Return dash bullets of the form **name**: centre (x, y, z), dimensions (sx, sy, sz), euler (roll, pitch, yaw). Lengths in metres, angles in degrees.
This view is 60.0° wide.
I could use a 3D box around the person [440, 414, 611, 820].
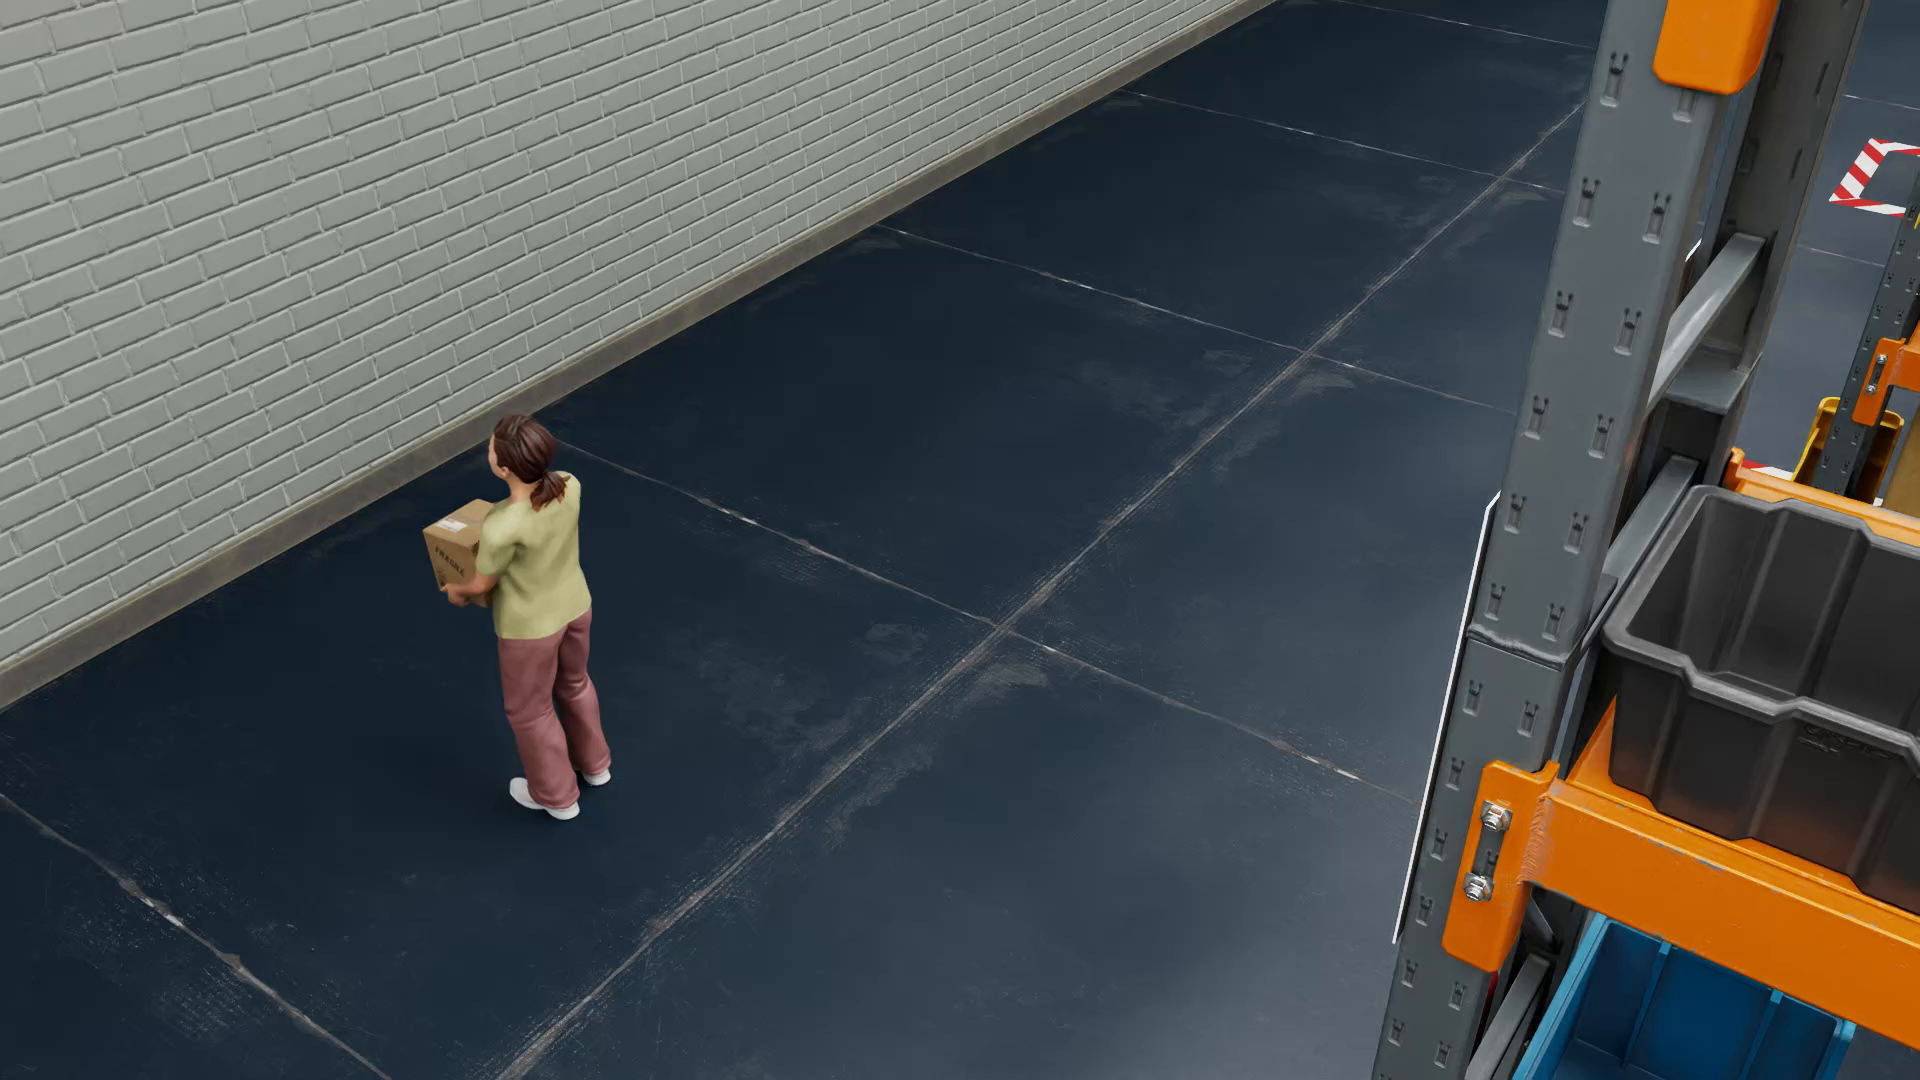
- **person**: centre (-1.500, 0.263, 5.768), dimensions (0.546, 1.671, 0.435), euler (19, 39, 25)
